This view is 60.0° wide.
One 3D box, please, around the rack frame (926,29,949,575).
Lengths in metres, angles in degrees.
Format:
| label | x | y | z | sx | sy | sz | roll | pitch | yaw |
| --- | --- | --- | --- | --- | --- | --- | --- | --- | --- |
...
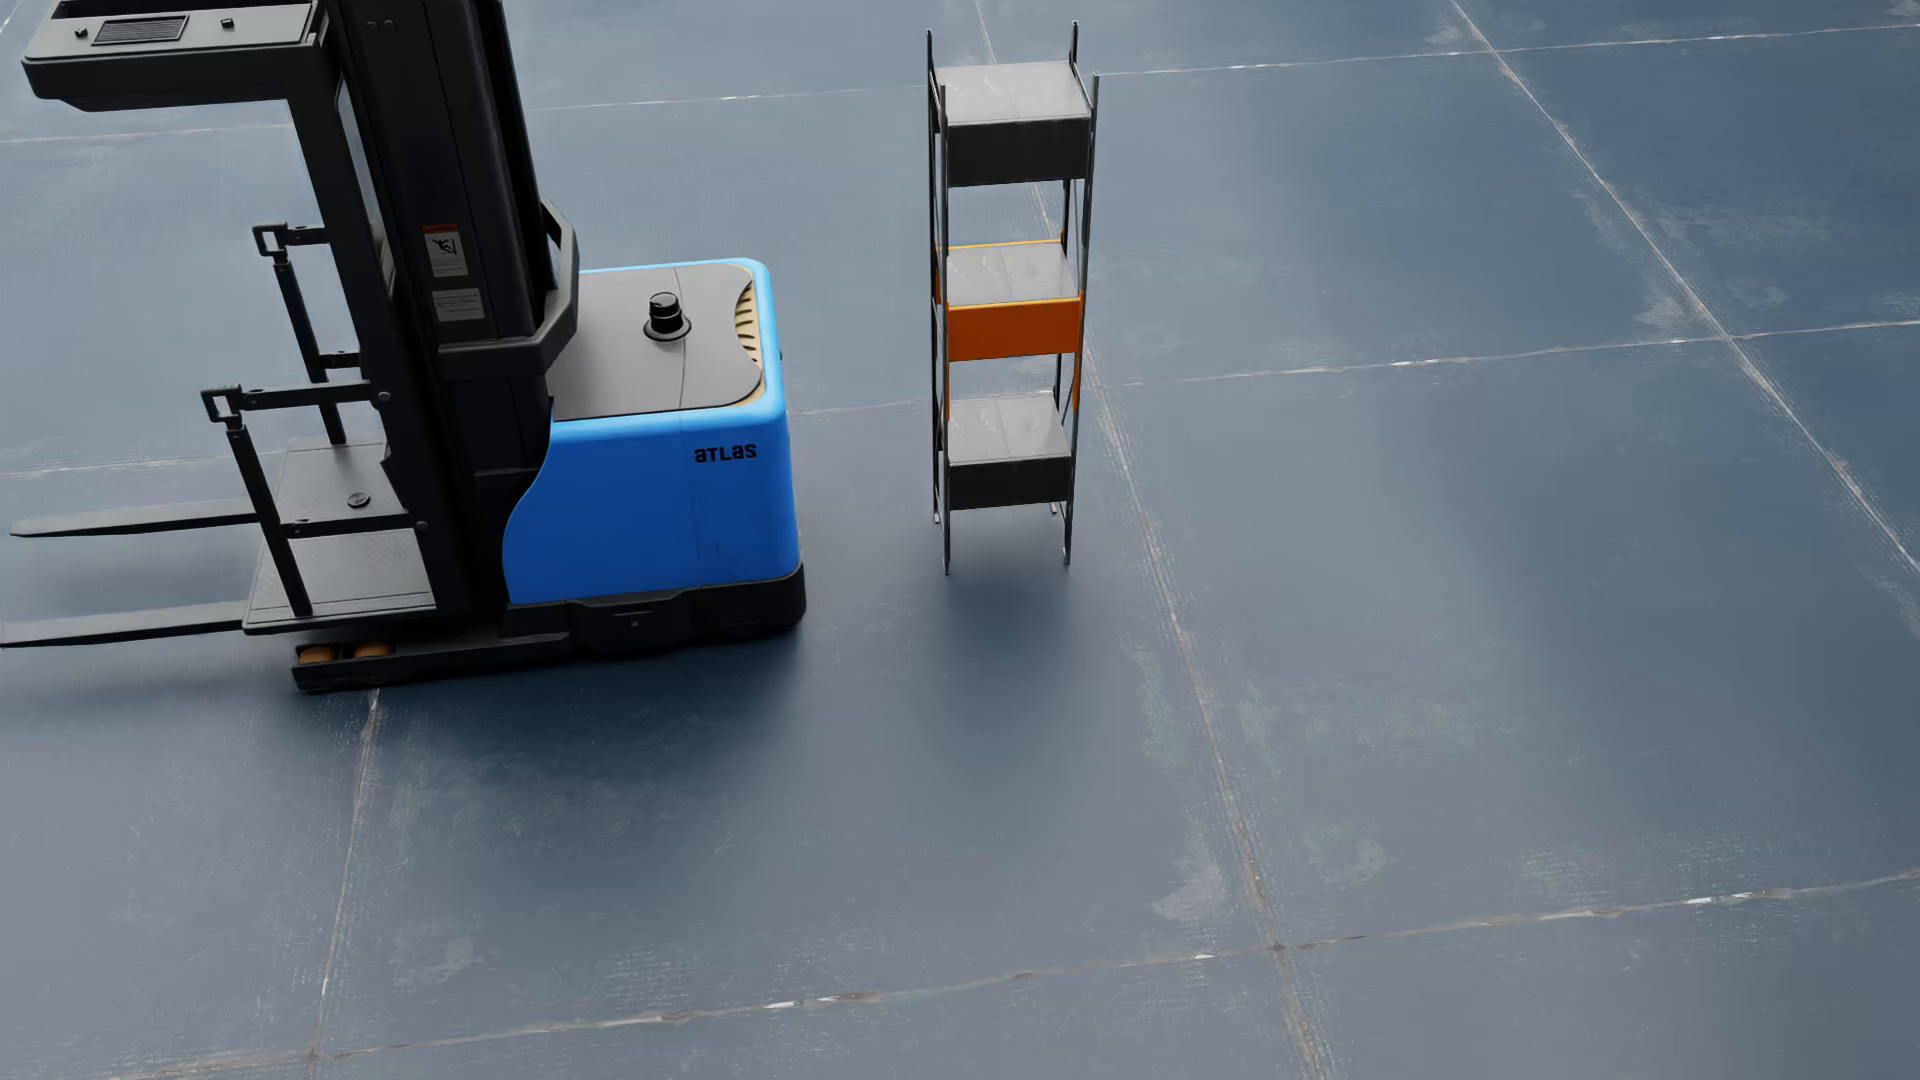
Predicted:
| label | x | y | z | sx | sy | sz | roll | pitch | yaw |
| --- | --- | --- | --- | --- | --- | --- | --- | --- | --- |
| rack frame | -0.078 | -0.773 | 6.039 | 0.015 | 2.100 | 0.400 | -5 | 42 | -6 |

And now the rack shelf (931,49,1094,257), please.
| label | x | y | z | sx | sy | sz | roll | pitch | yaw |
| --- | --- | --- | --- | --- | --- | --- | --- | --- | --- |
| rack shelf | 0.164 | -1.304 | 5.603 | 0.480 | 0.518 | 0.431 | -5 | 42 | -6 |

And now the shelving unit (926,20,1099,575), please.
| label | x | y | z | sx | sy | sz | roll | pitch | yaw |
| --- | --- | --- | --- | --- | --- | --- | --- | --- | --- |
| shelving unit | 0.164 | -0.794 | 6.063 | 0.503 | 2.100 | 0.431 | -5 | 42 | -6 |

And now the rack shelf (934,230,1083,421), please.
| label | x | y | z | sx | sy | sz | roll | pitch | yaw |
| --- | --- | --- | --- | --- | --- | --- | --- | --- | --- |
| rack shelf | 0.164 | -0.784 | 6.072 | 0.480 | 0.518 | 0.431 | -5 | 42 | -6 |

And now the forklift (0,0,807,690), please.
| label | x | y | z | sx | sy | sz | roll | pitch | yaw |
| --- | --- | --- | --- | --- | --- | --- | --- | --- | --- |
| forklift | -2.149 | -0.915 | 5.576 | 3.031 | 2.935 | 1.130 | -6 | 42 | -6 |

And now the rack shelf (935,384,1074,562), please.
| label | x | y | z | sx | sy | sz | roll | pitch | yaw |
| --- | --- | --- | --- | --- | --- | --- | --- | --- | --- |
| rack shelf | 0.164 | -0.264 | 6.541 | 0.480 | 0.518 | 0.431 | -5 | 42 | -6 |

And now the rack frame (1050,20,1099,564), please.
| label | x | y | z | sx | sy | sz | roll | pitch | yaw |
| --- | --- | --- | --- | --- | --- | --- | --- | --- | --- |
| rack frame | 0.406 | -0.815 | 6.086 | 0.015 | 2.100 | 0.400 | -5 | 42 | -6 |
